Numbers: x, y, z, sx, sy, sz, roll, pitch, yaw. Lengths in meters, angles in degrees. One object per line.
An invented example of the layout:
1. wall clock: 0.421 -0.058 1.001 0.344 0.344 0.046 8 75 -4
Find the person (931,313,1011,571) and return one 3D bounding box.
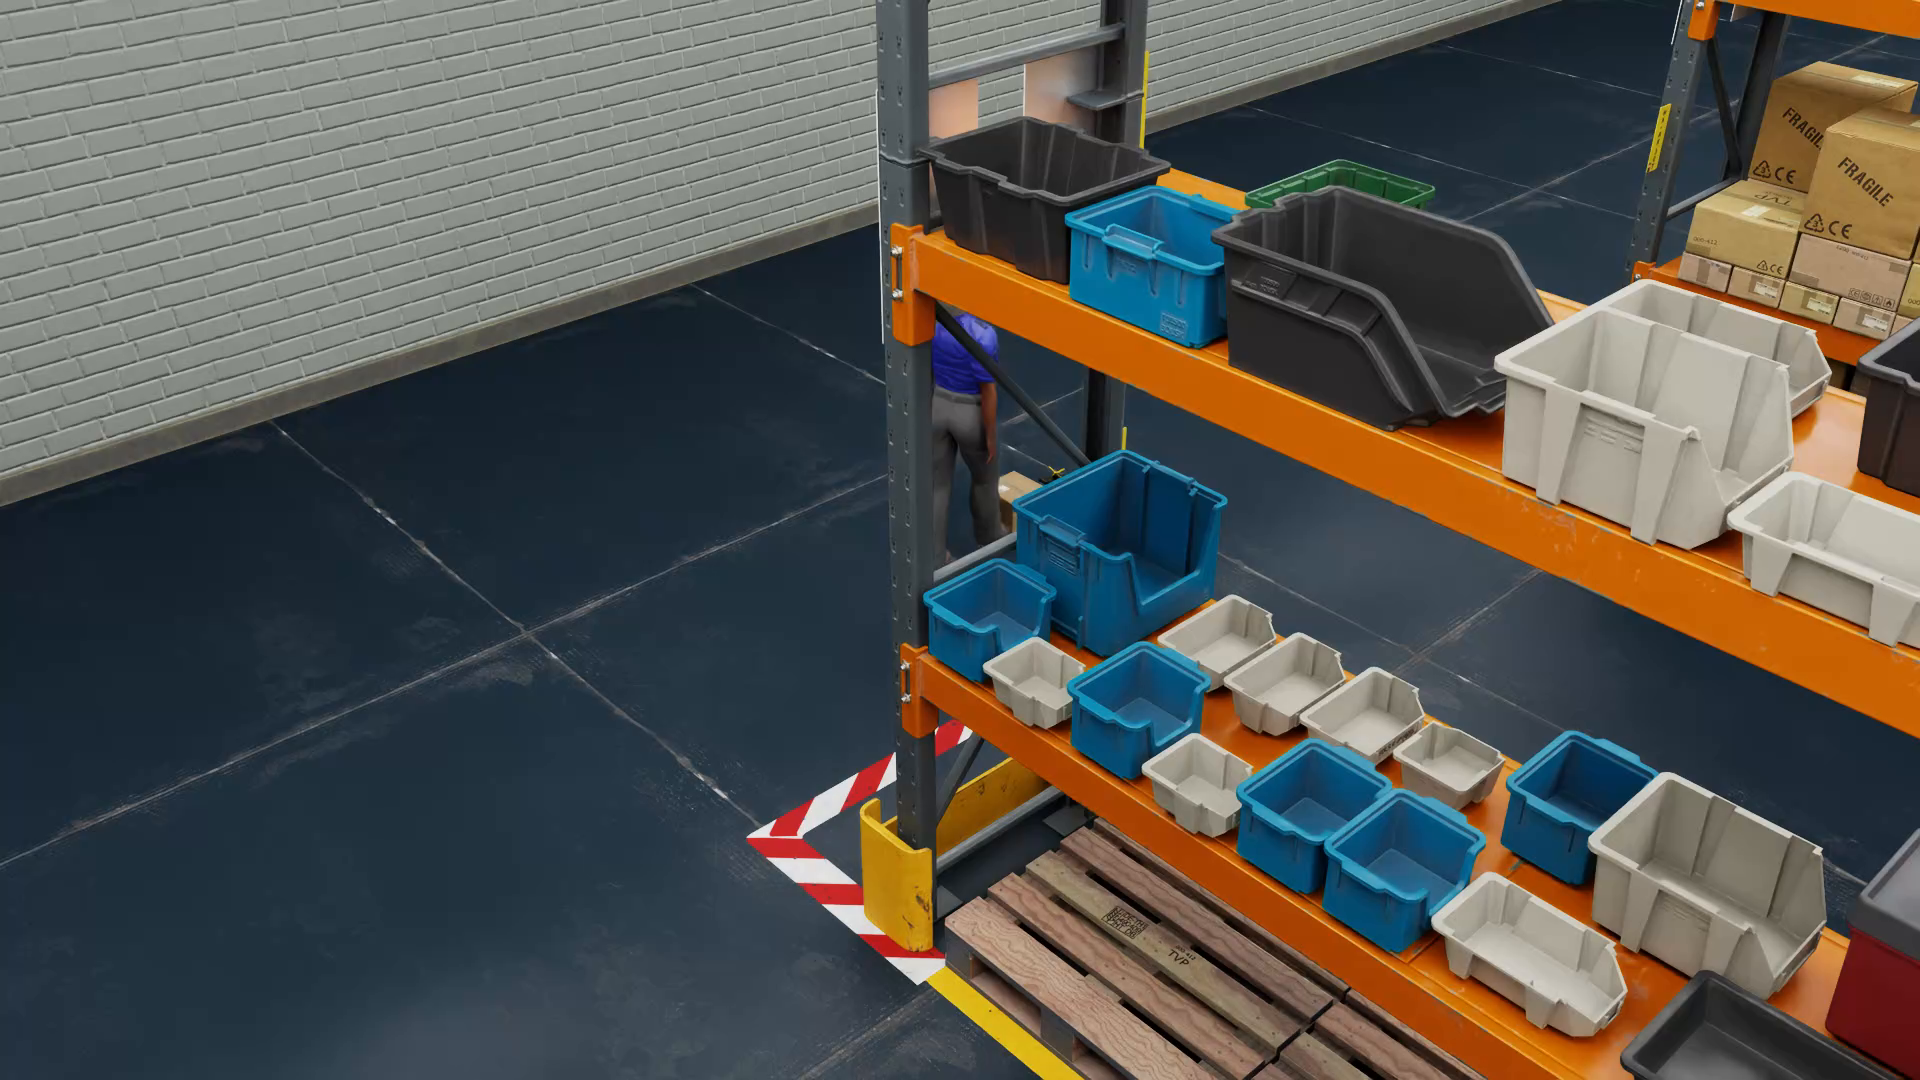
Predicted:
1. person: 0.024 -0.616 8.115 0.451 1.651 0.665 13 34 20
